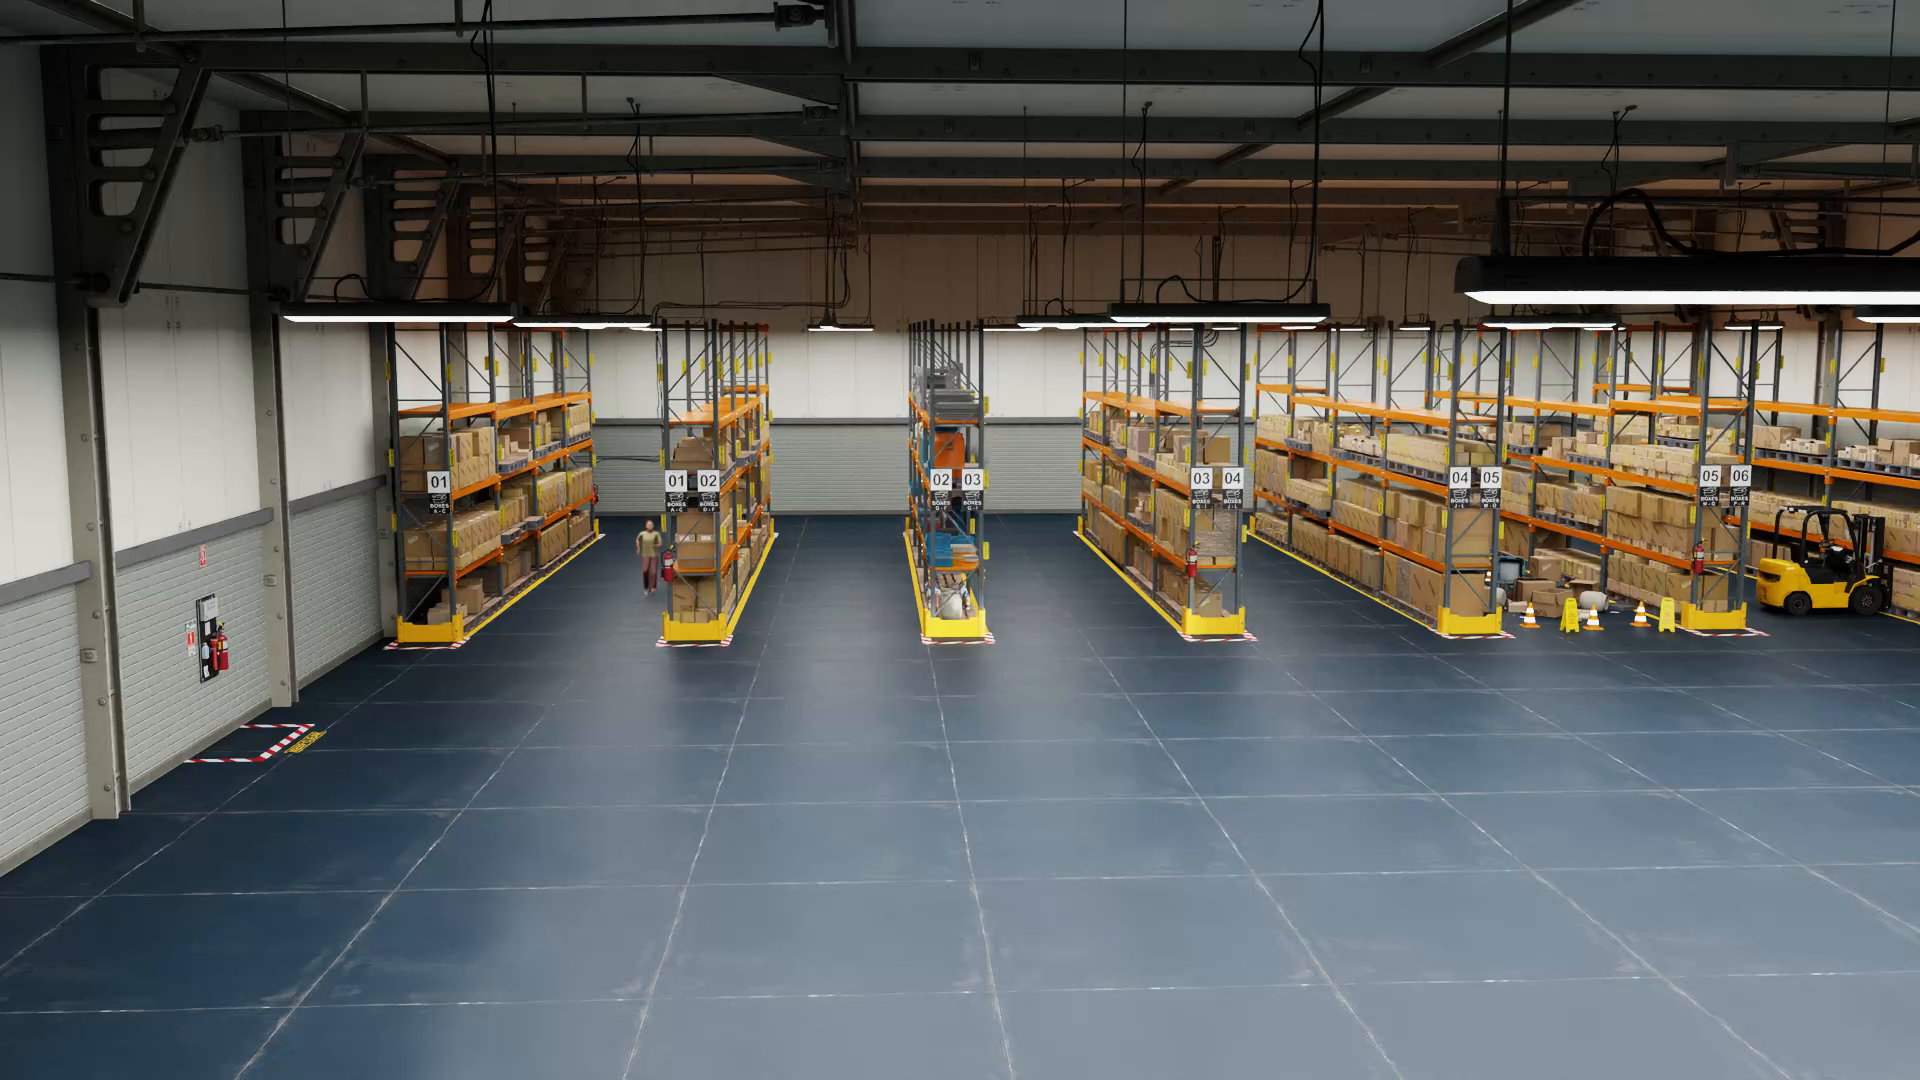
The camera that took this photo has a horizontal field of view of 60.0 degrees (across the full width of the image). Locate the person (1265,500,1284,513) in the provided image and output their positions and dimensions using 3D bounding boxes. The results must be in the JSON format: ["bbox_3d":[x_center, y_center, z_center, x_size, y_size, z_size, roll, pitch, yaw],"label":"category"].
[{"bbox_3d":[9.600,-1.289,50.485,1.057,1.658,0.691,-3,8,-25],"label":"person"}]

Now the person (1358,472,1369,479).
[{"bbox_3d":[12.527,-1.486,51.504,0.755,1.782,0.644,-3,8,-22],"label":"person"}]

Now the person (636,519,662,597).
[{"bbox_3d":[-6.820,0.387,36.531,0.570,1.689,0.688,-1,7,-8],"label":"person"}]
